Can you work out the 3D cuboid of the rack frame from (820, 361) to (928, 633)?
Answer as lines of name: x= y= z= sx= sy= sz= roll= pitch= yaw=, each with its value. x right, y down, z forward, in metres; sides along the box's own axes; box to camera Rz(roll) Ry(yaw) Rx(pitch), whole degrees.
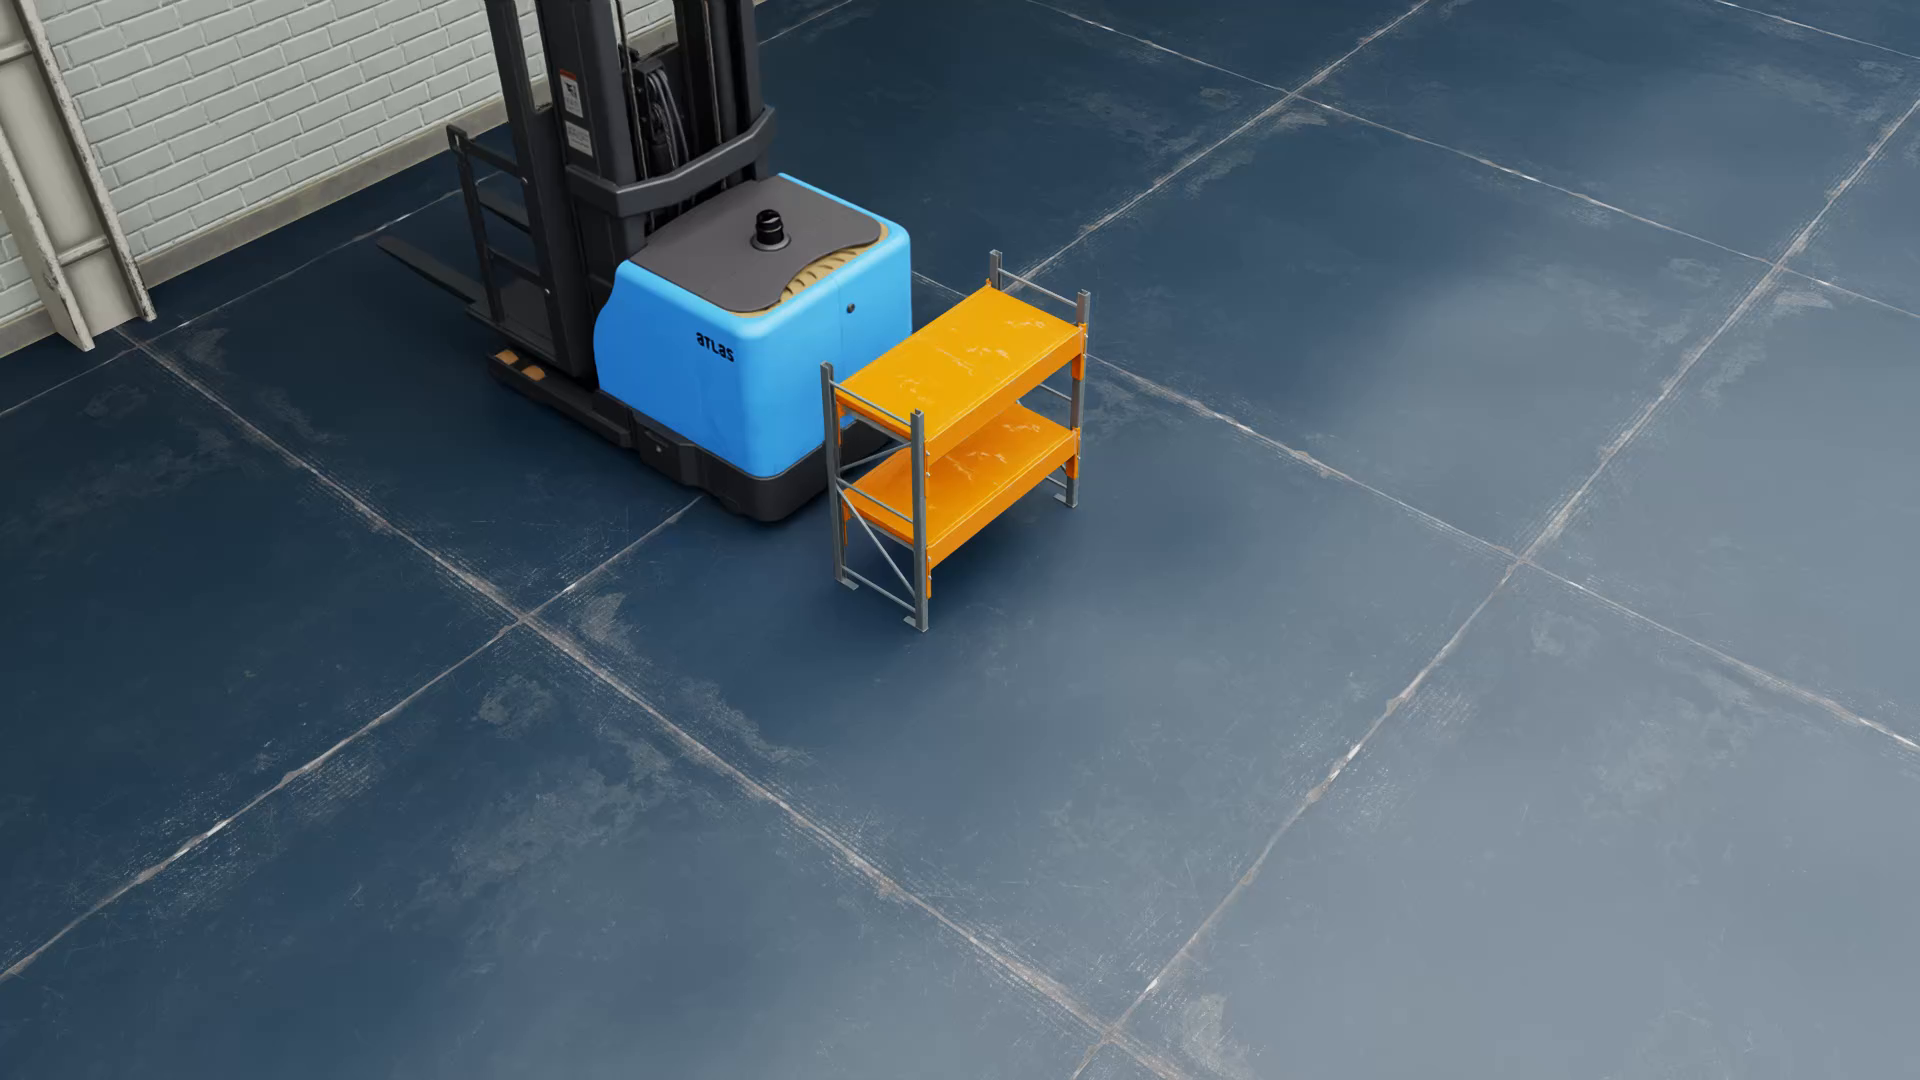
rack frame: x=-0.332 y=-0.151 z=6.580 sx=0.500 sy=1.125 sz=0.032 roll=29 pitch=50 yaw=28

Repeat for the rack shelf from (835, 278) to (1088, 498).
rack shelf: x=-0.004 y=-0.629 z=6.671 sx=0.538 sy=0.278 sz=1.000 roll=29 pitch=50 yaw=28

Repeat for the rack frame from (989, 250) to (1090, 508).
rack frame: x=0.323 y=-0.674 z=7.156 sx=0.500 sy=1.125 sz=0.032 roll=29 pitch=50 yaw=28

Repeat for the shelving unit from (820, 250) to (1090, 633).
shelving unit: x=-0.004 y=-0.413 z=6.868 sx=0.538 sy=1.125 sz=1.048 roll=29 pitch=50 yaw=28

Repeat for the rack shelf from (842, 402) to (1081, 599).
rack shelf: x=-0.004 y=-0.232 z=7.032 sx=0.538 sy=0.278 sz=1.000 roll=29 pitch=50 yaw=28

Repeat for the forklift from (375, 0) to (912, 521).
forklift: x=-1.659 y=-2.002 z=7.273 sx=3.031 sy=2.935 sz=1.130 roll=29 pitch=50 yaw=28

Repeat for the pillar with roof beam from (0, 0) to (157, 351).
pillar with roof beam: x=-1.053 y=-2.570 z=3.388 sx=9.100 sy=9.000 sz=0.400 roll=29 pitch=50 yaw=28
